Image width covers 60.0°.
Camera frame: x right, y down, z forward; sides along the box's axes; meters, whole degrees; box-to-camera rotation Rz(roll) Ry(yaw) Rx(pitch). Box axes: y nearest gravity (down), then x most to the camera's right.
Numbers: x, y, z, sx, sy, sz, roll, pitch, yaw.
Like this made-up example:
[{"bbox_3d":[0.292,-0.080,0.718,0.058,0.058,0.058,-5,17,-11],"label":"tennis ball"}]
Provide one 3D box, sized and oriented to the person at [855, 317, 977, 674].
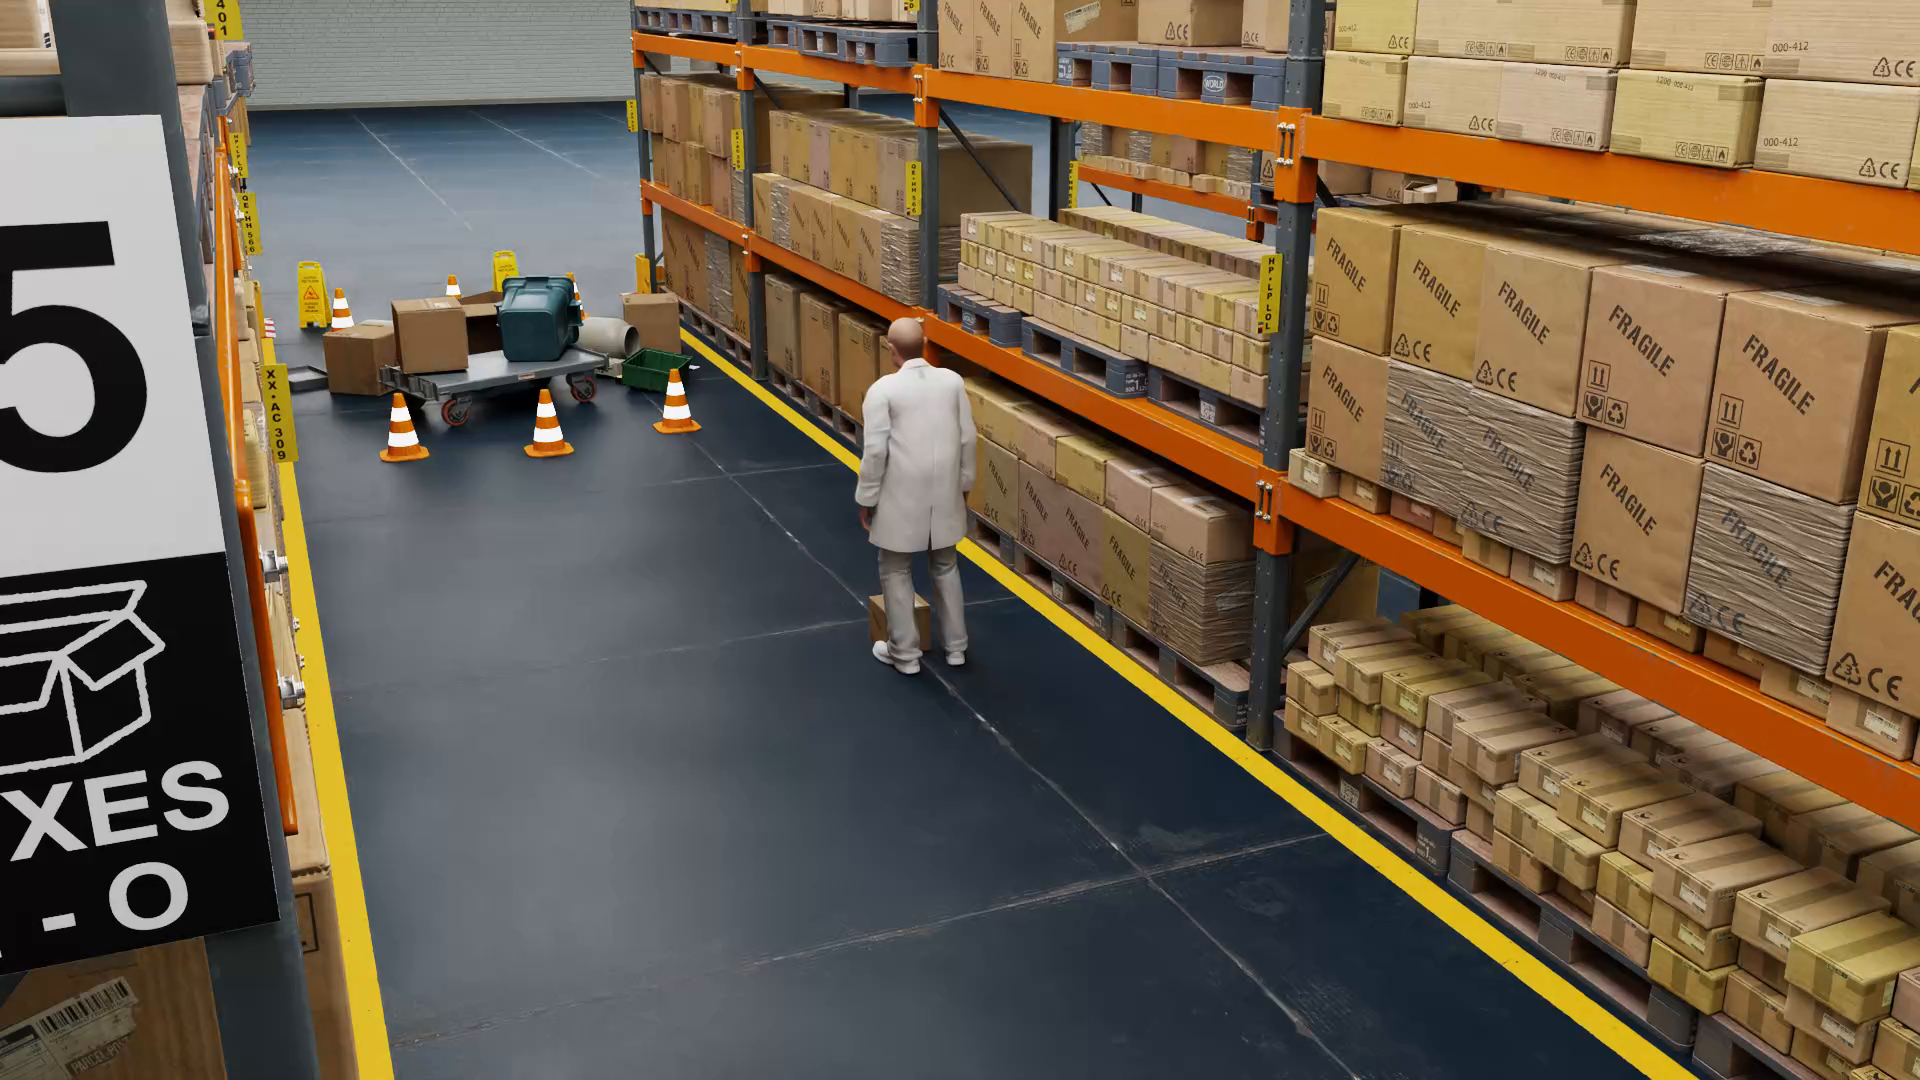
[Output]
[{"bbox_3d":[-0.218,-0.216,8.232,0.648,1.772,0.429,-9,21,-25],"label":"person"}]
